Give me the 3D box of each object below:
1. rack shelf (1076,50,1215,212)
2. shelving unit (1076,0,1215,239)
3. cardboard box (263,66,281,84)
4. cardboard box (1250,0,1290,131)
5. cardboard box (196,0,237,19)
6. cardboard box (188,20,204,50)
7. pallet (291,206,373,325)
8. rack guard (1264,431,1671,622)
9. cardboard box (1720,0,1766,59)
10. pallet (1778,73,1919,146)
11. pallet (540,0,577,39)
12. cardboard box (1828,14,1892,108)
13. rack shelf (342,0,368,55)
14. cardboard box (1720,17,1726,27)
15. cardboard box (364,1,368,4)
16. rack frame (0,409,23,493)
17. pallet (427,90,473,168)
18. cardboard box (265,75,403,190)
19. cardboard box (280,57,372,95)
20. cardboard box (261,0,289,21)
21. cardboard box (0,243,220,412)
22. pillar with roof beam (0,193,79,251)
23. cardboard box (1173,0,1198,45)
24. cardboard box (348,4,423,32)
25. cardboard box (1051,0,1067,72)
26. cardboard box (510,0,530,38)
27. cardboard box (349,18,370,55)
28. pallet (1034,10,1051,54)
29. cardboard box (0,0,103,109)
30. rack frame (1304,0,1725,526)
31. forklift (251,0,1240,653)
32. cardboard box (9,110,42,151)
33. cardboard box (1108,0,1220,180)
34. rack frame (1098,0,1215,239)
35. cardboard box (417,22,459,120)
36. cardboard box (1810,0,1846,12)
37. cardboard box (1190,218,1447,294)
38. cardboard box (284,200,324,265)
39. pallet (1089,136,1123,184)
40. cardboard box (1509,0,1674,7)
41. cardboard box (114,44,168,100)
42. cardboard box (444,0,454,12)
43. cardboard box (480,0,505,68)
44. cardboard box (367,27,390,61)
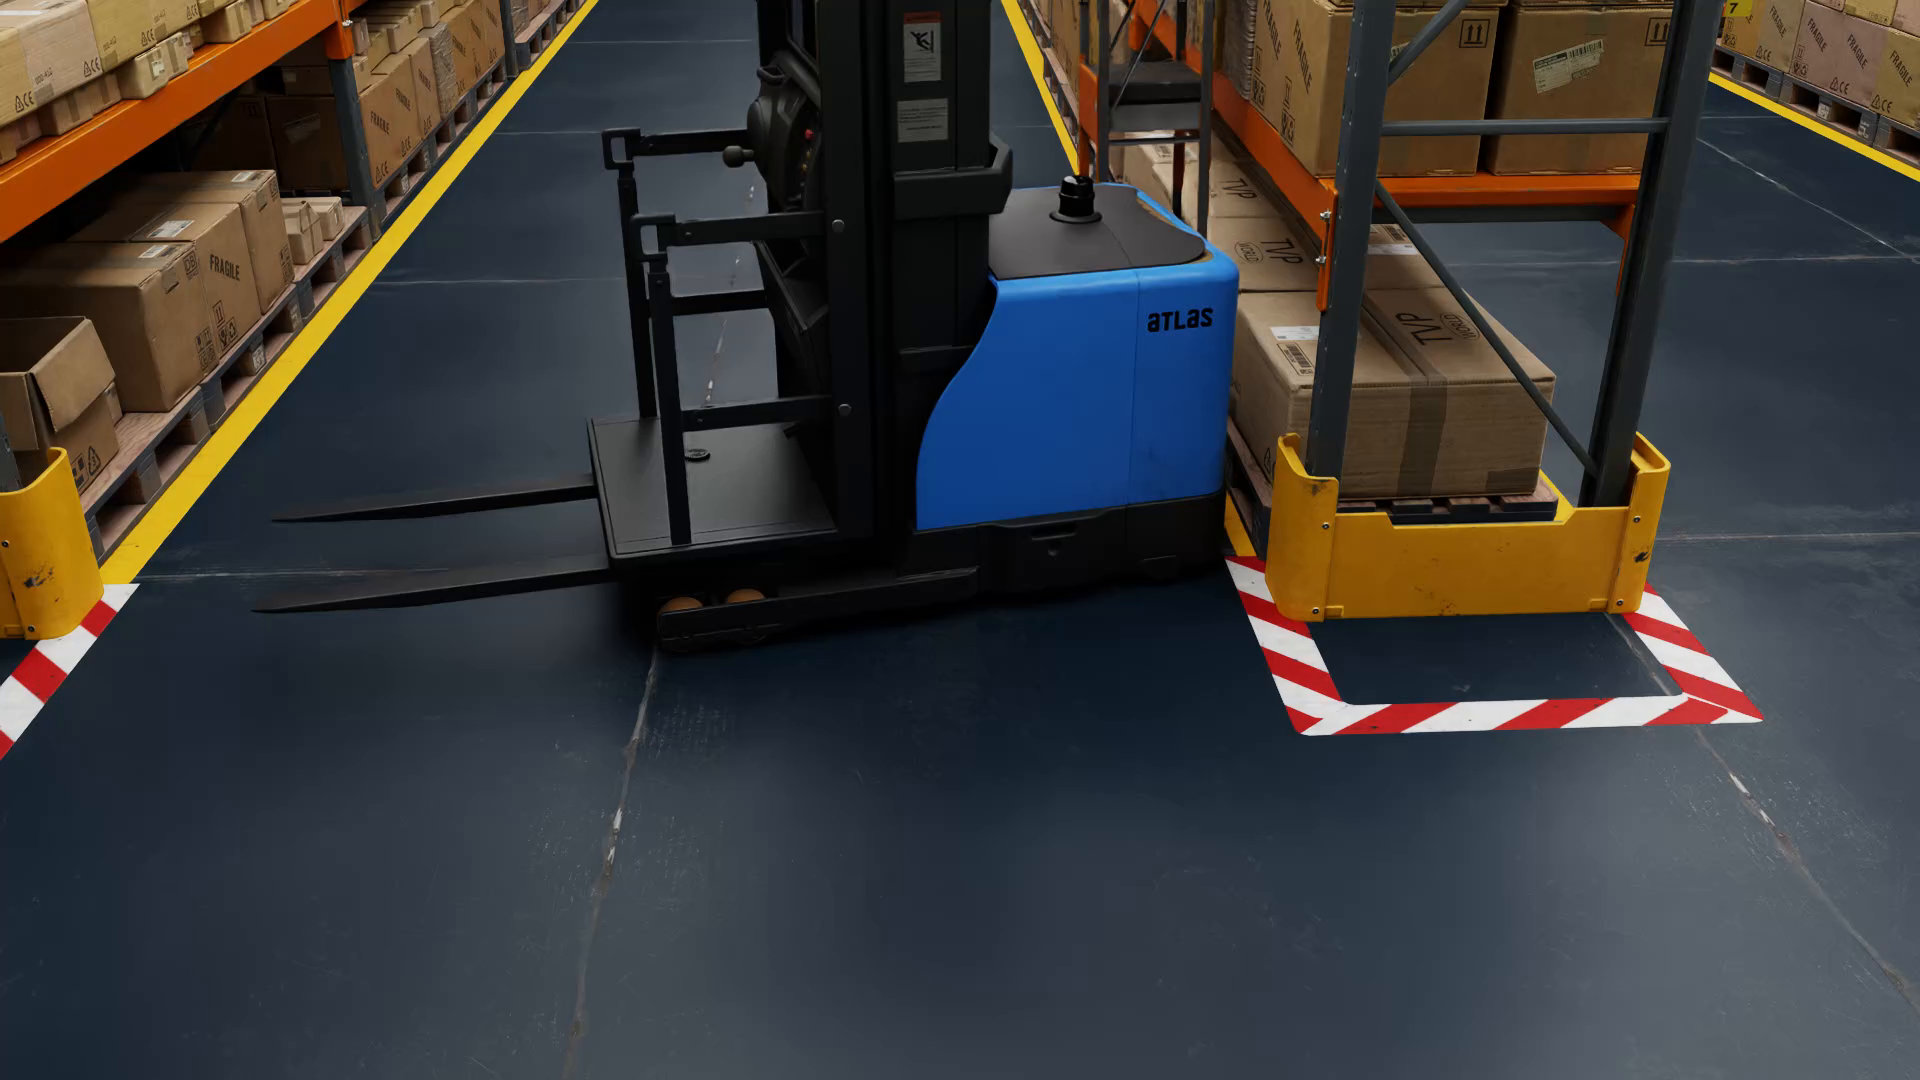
[{"bbox_3d":[0.677,-1.507,6.166,0.431,0.518,0.480,-3,24,-3],"label":"rack shelf"},{"bbox_3d":[0.677,-1.519,6.161,0.431,2.100,0.503,-3,24,-3],"label":"shelving unit"},{"bbox_3d":[-3.895,-2.549,8.942,0.380,0.149,0.250,-1,28,-3],"label":"cardboard box"},{"bbox_3d":[1.296,-1.667,5.594,0.500,0.500,0.500,-2,28,-4],"label":"cardboard box"},{"bbox_3d":[-3.245,-2.274,6.707,0.500,0.250,0.500,-2,28,-3],"label":"cardboard box"},{"bbox_3d":[-3.297,-2.047,6.703,0.380,0.149,0.250,-1,28,-2],"label":"cardboard box"},{"bbox_3d":[-3.534,-1.346,8.103,1.003,0.211,1.213,-1,28,-3],"label":"pallet"},{"bbox_3d":[1.598,-0.054,5.314,1.175,0.500,0.348,-1,28,-3],"label":"rack guard"},{"bbox_3d":[5.899,-3.780,12.002,0.500,0.500,0.500,-3,28,-5],"label":"cardboard box"},{"bbox_3d":[6.217,-2.875,11.034,1.003,0.211,1.213,-1,28,-3],"label":"pallet"},{"bbox_3d":[-3.843,-4.454,14.061,1.003,0.211,1.213,-1,28,-3],"label":"pallet"},{"bbox_3d":[5.987,-3.075,10.651,0.500,0.500,0.500,-2,28,-4],"label":"cardboard box"},{"bbox_3d":[-3.673,-3.504,10.003,1.077,0.370,4.000,-1,28,-3],"label":"rack shelf"},{"bbox_3d":[6.175,-4.507,13.126,1.050,0.750,0.750,-2,28,-3],"label":"cardboard box"},{"bbox_3d":[-4.060,-3.500,10.764,0.380,0.149,0.250,-3,28,-5],"label":"cardboard box"},{"bbox_3d":[-3.360,-1.052,4.524,1.000,3.000,0.127,-1,28,-3],"label":"rack frame"},{"bbox_3d":[-3.716,-2.603,10.512,1.003,0.211,1.213,-1,28,-3],"label":"pallet"},{"bbox_3d":[-3.370,-2.206,8.985,0.500,0.500,0.500,0,28,0],"label":"cardboard box"},{"bbox_3d":[-3.322,-2.437,8.727,0.380,0.149,0.250,0,28,0],"label":"cardboard box"},{"bbox_3d":[-3.227,-2.408,7.395,0.380,0.149,0.250,-1,28,-1],"label":"cardboard box"},{"bbox_3d":[-3.303,-0.811,6.310,0.700,0.500,0.500,0,28,-1],"label":"cardboard box"},{"bbox_3d":[-0.134,-5.320,6.220,9.100,9.000,0.400,-1,28,-3],"label":"pillar with roof beam"},{"bbox_3d":[1.193,-2.380,6.962,0.500,0.500,0.500,-1,28,-2],"label":"cardboard box"},{"bbox_3d":[-3.496,-3.163,10.118,0.380,0.149,0.250,-1,28,-2],"label":"cardboard box"},{"bbox_3d":[1.132,-3.792,11.619,0.875,0.875,0.875,-2,28,-3],"label":"cardboard box"},{"bbox_3d":[-3.797,-4.168,12.612,0.875,0.625,0.625,-1,28,-1],"label":"cardboard box"},{"bbox_3d":[-3.383,-2.688,8.886,0.380,0.149,0.250,-3,28,-5],"label":"cardboard box"},{"bbox_3d":[1.140,-3.993,13.177,1.003,0.211,1.213,-1,28,-3],"label":"pallet"},{"bbox_3d":[-3.141,-1.567,5.350,0.500,0.250,0.500,-1,28,-2],"label":"cardboard box"},{"bbox_3d":[1.597,-1.174,4.757,1.000,3.000,0.127,-1,28,-3],"label":"rack frame"},{"bbox_3d":[-0.703,-1.226,4.932,3.031,2.935,1.130,-7,28,-13],"label":"forklift"},{"bbox_3d":[-3.211,-1.336,5.340,0.380,0.149,0.250,-2,28,-3],"label":"cardboard box"},{"bbox_3d":[1.275,-2.550,9.238,0.875,0.875,0.875,-1,28,-1],"label":"cardboard box"},{"bbox_3d":[0.694,-1.420,5.939,0.400,2.100,0.015,-3,24,-3],"label":"rack frame"},{"bbox_3d":[-3.450,-2.922,10.358,0.500,0.500,0.500,-2,28,-4],"label":"cardboard box"},{"bbox_3d":[5.951,-3.658,10.957,0.500,0.250,0.500,-1,28,-2],"label":"cardboard box"},{"bbox_3d":[1.406,-0.949,6.642,0.875,0.438,0.875,-1,28,-1],"label":"cardboard box"},{"bbox_3d":[-3.228,-1.458,7.805,0.396,0.266,0.258,0,28,-1],"label":"cardboard box"},{"bbox_3d":[1.272,-2.139,9.623,1.003,0.211,1.213,-1,28,-3],"label":"pallet"},{"bbox_3d":[1.856,-1.890,4.941,0.500,0.500,0.500,-2,28,-4],"label":"cardboard box"},{"bbox_3d":[-3.121,-1.696,6.029,0.380,0.149,0.250,-2,28,-4],"label":"cardboard box"},{"bbox_3d":[-3.516,-3.519,10.802,0.380,0.149,0.250,-1,28,-1],"label":"cardboard box"},{"bbox_3d":[-3.541,-3.635,11.724,0.500,0.500,0.500,-1,28,-1],"label":"cardboard box"},{"bbox_3d":[-3.466,-2.808,9.437,0.380,0.149,0.250,-2,28,-4],"label":"cardboard box"}]
